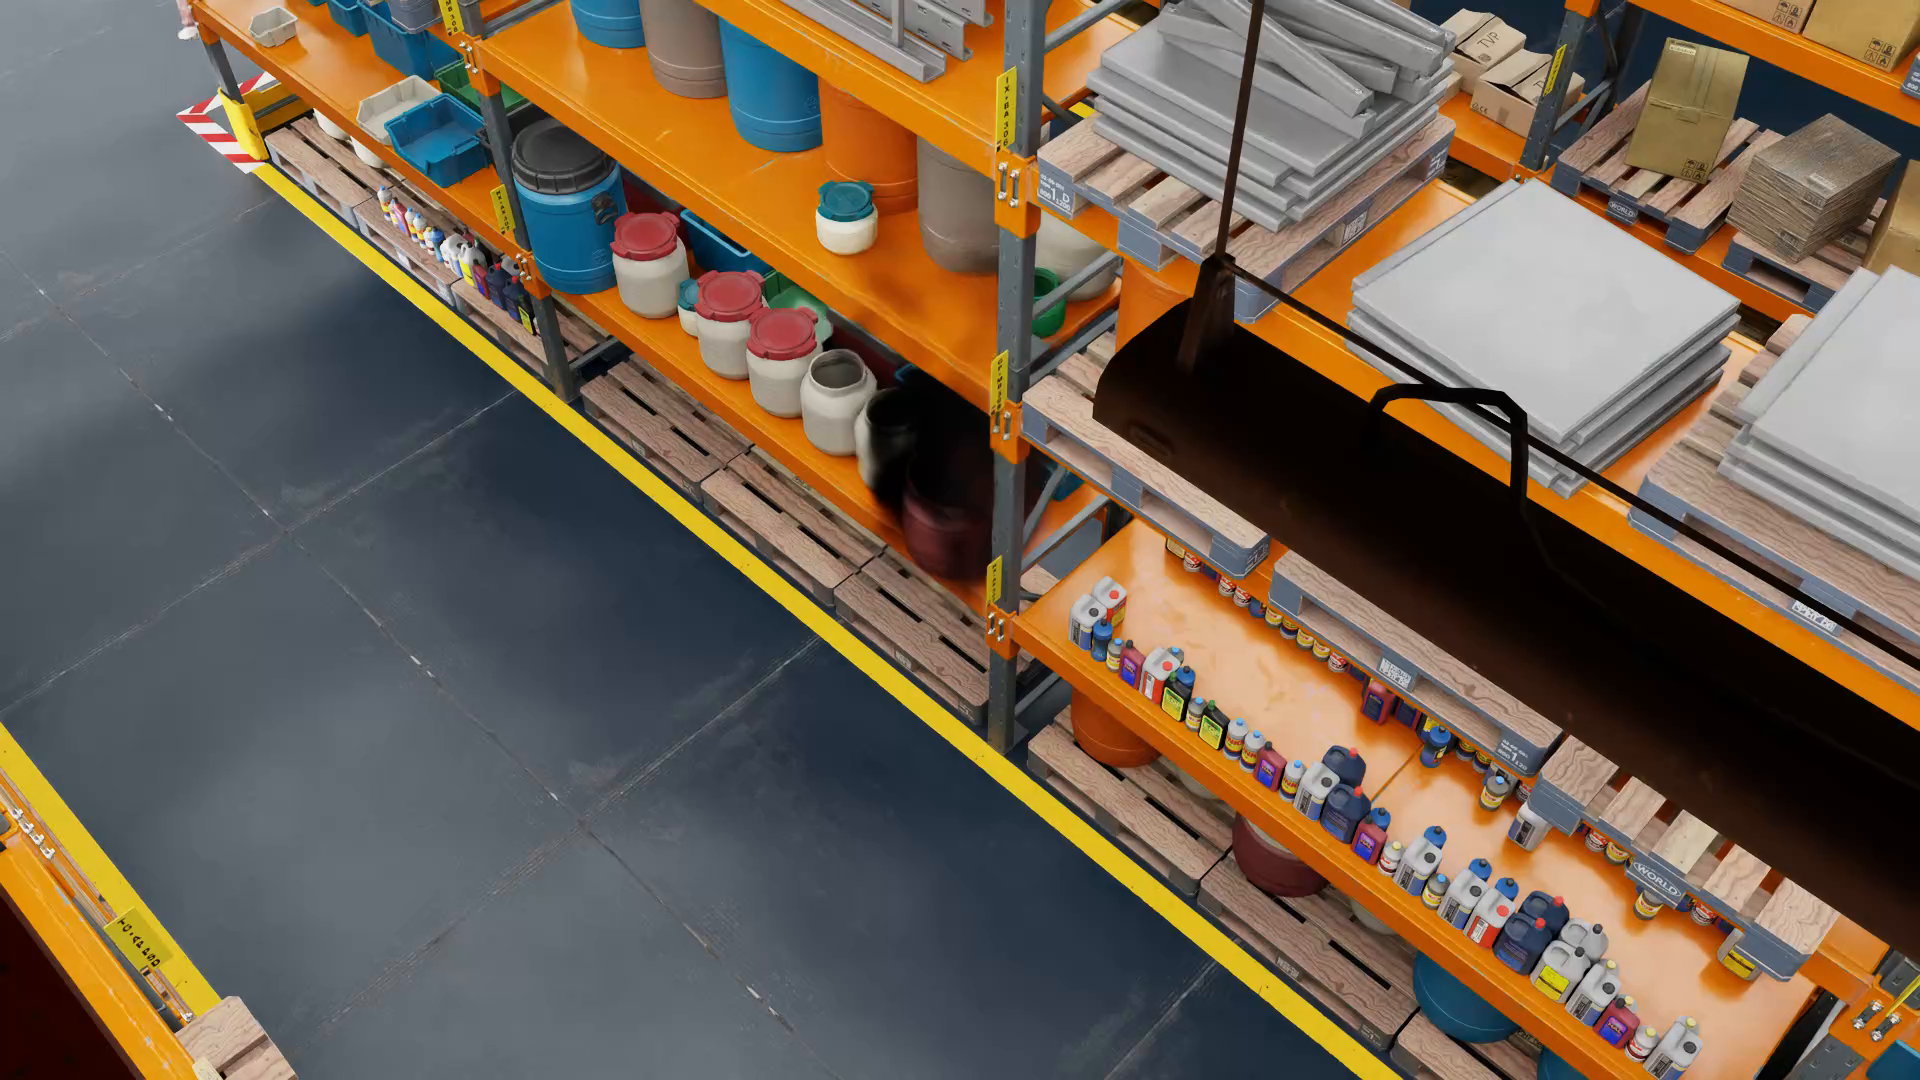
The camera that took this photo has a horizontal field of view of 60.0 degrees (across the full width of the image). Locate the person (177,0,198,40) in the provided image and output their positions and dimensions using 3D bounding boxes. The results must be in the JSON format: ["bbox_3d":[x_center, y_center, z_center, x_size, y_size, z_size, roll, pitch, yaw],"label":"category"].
[{"bbox_3d":[-6.150,-4.835,13.333,0.793,1.710,0.580,-1,50,-1],"label":"person"}]
